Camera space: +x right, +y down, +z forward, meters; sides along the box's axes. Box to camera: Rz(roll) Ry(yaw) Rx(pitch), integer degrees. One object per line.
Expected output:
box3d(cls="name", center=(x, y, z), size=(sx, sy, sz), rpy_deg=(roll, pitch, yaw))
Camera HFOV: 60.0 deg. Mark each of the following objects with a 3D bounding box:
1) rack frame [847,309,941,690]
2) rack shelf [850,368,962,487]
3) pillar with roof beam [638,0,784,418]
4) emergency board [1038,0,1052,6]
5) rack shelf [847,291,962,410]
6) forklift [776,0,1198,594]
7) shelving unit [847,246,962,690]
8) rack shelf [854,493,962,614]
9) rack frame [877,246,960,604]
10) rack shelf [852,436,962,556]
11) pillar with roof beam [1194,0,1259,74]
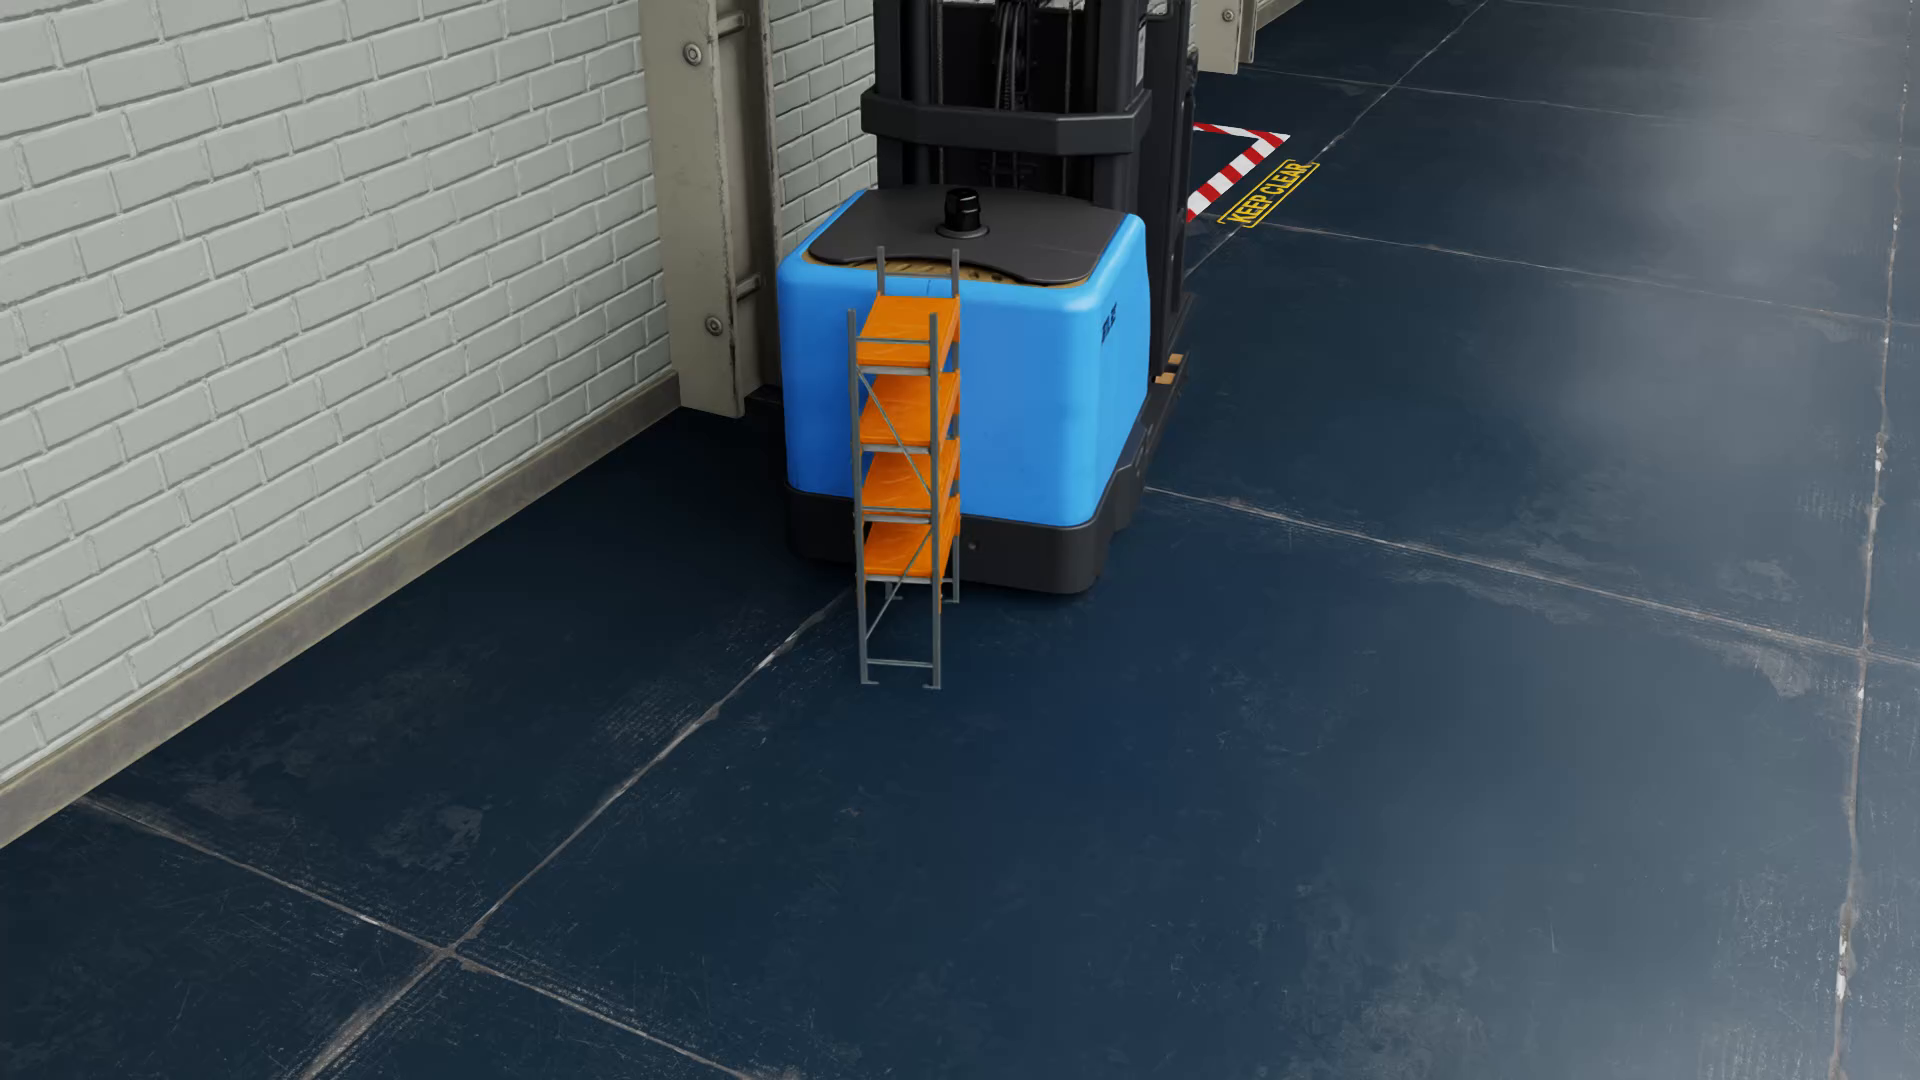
box3d(cls="rack frame", center=(-0.178, -0.082, 4.688), size=(0.240, 1.200, 0.015), rpy_deg=(3, 30, 6))
box3d(cls="rack shelf", center=(-0.150, -0.338, 4.820), size=(0.258, 0.148, 0.480), rpy_deg=(3, 30, 6))
box3d(cls="pillar with roof beam", center=(2.906, -3.529, 2.858), size=(9.100, 9.000, 0.400), rpy_deg=(14, 33, 23))
box3d(cls="emergency board", center=(0.626, -3.477, 8.792), size=(0.157, 1.169, 0.626), rpy_deg=(14, 33, 23))
box3d(cls="rack shelf", center=(-0.150, -0.543, 4.702), size=(0.258, 0.148, 0.480), rpy_deg=(3, 30, 6))
box3d(cls="forklift", center=(0.311, -1.819, 5.974), size=(1.130, 2.935, 3.031), rpy_deg=(8, 31, 14))
box3d(cls="shelving unit", center=(-0.150, -0.203, 4.898), size=(0.258, 1.200, 0.503), rpy_deg=(3, 30, 6))
box3d(cls="rack shelf", center=(-0.150, 0.028, 5.030), size=(0.258, 0.148, 0.480), rpy_deg=(3, 30, 6))
box3d(cls="rack frame", center=(-0.122, -0.323, 5.108), size=(0.240, 1.200, 0.015), rpy_deg=(3, 30, 6))
box3d(cls="rack shelf", center=(-0.150, -0.144, 4.931), size=(0.258, 0.148, 0.480), rpy_deg=(3, 30, 6))
box3d(cls="pillar with roof beam", center=(5.639, -6.188, 7.490), size=(9.100, 9.000, 0.400), rpy_deg=(14, 33, 23))
